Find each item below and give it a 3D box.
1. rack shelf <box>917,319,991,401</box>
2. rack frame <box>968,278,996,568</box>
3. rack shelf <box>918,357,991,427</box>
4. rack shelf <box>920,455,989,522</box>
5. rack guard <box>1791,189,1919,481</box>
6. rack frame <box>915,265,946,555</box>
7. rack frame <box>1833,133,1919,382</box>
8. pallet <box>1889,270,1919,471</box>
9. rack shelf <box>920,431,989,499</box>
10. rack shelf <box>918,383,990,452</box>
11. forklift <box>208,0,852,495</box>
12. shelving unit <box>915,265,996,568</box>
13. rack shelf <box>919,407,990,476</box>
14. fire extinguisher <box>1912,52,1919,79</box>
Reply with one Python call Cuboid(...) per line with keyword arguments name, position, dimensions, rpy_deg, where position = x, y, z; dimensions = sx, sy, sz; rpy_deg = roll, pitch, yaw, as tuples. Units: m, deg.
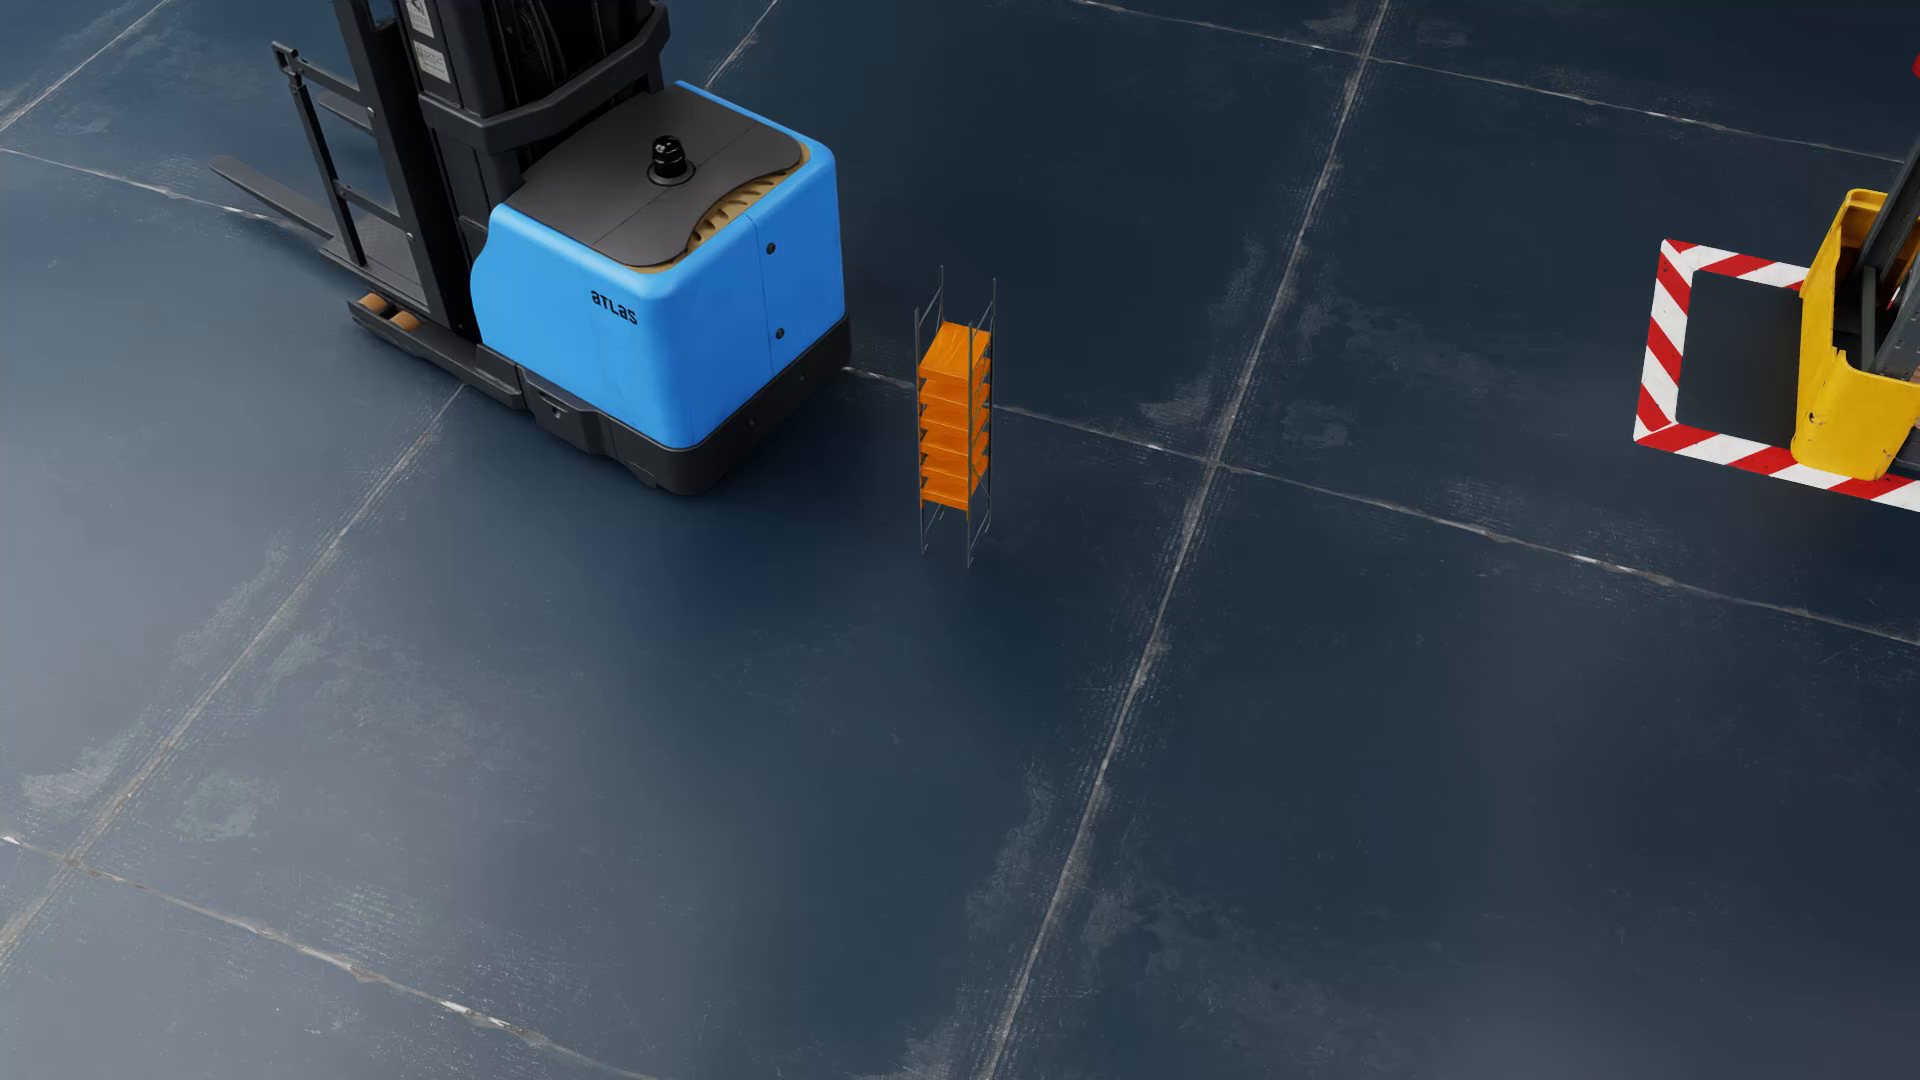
Cuboid(name="rack shelf", position=(-0.014, -0.603, 5.561), dimensions=(0.180, 0.103, 0.258), rpy_deg=(16, 51, 13))
Cuboid(name="rack frame", position=(0.072, -0.373, 5.779), dimensions=(0.006, 1.200, 0.240), rpy_deg=(16, 51, 13))
Cuboid(name="rack shelf", position=(-0.014, -0.525, 5.652), dimensions=(0.180, 0.103, 0.258), rpy_deg=(16, 51, 13))
Cuboid(name="rack shelf", position=(-0.014, -0.210, 6.015), dimensions=(0.180, 0.103, 0.258), rpy_deg=(16, 51, 13))
Cuboid(name="rack guard", position=(3.616, -0.836, 6.644), dimensions=(0.348, 0.500, 1.175), rpy_deg=(16, 51, 13))
Cuboid(name="rack frame", position=(-0.099, -0.421, 5.821), dimensions=(0.006, 1.200, 0.240), rpy_deg=(16, 51, 13))
Cuboid(name="rack frame", position=(3.638, -1.649, 5.694), dimensions=(0.127, 3.000, 1.000), rpy_deg=(16, 51, 13))
Cuboid(name="pallet", position=(4.370, -0.565, 6.600), dimensions=(1.213, 0.211, 1.003), rpy_deg=(16, 51, 13))
Cuboid(name="rack shelf", position=(-0.014, -0.289, 5.924), dimensions=(0.180, 0.103, 0.258), rpy_deg=(16, 51, 13))
Cuboid(name="rack shelf", position=(-0.014, -0.446, 5.743), dimensions=(0.180, 0.103, 0.258), rpy_deg=(16, 51, 13))
Cuboid(name="forklift", position=(-1.935, -2.039, 6.078), dimensions=(3.031, 2.935, 1.130), rpy_deg=(28, 55, 22))
Cuboid(name="shelving unit", position=(-0.014, -0.397, 5.800), dimensions=(0.189, 1.200, 0.258), rpy_deg=(16, 51, 13))
Cuboid(name="rack shelf", position=(-0.014, -0.368, 5.833), dimensions=(0.180, 0.103, 0.258), rpy_deg=(16, 51, 13))
Cuboid(name="fire extinguisher", position=(3.688, -1.983, 6.035), dimensions=(0.183, 0.674, 0.296), rpy_deg=(16, 51, 13))
